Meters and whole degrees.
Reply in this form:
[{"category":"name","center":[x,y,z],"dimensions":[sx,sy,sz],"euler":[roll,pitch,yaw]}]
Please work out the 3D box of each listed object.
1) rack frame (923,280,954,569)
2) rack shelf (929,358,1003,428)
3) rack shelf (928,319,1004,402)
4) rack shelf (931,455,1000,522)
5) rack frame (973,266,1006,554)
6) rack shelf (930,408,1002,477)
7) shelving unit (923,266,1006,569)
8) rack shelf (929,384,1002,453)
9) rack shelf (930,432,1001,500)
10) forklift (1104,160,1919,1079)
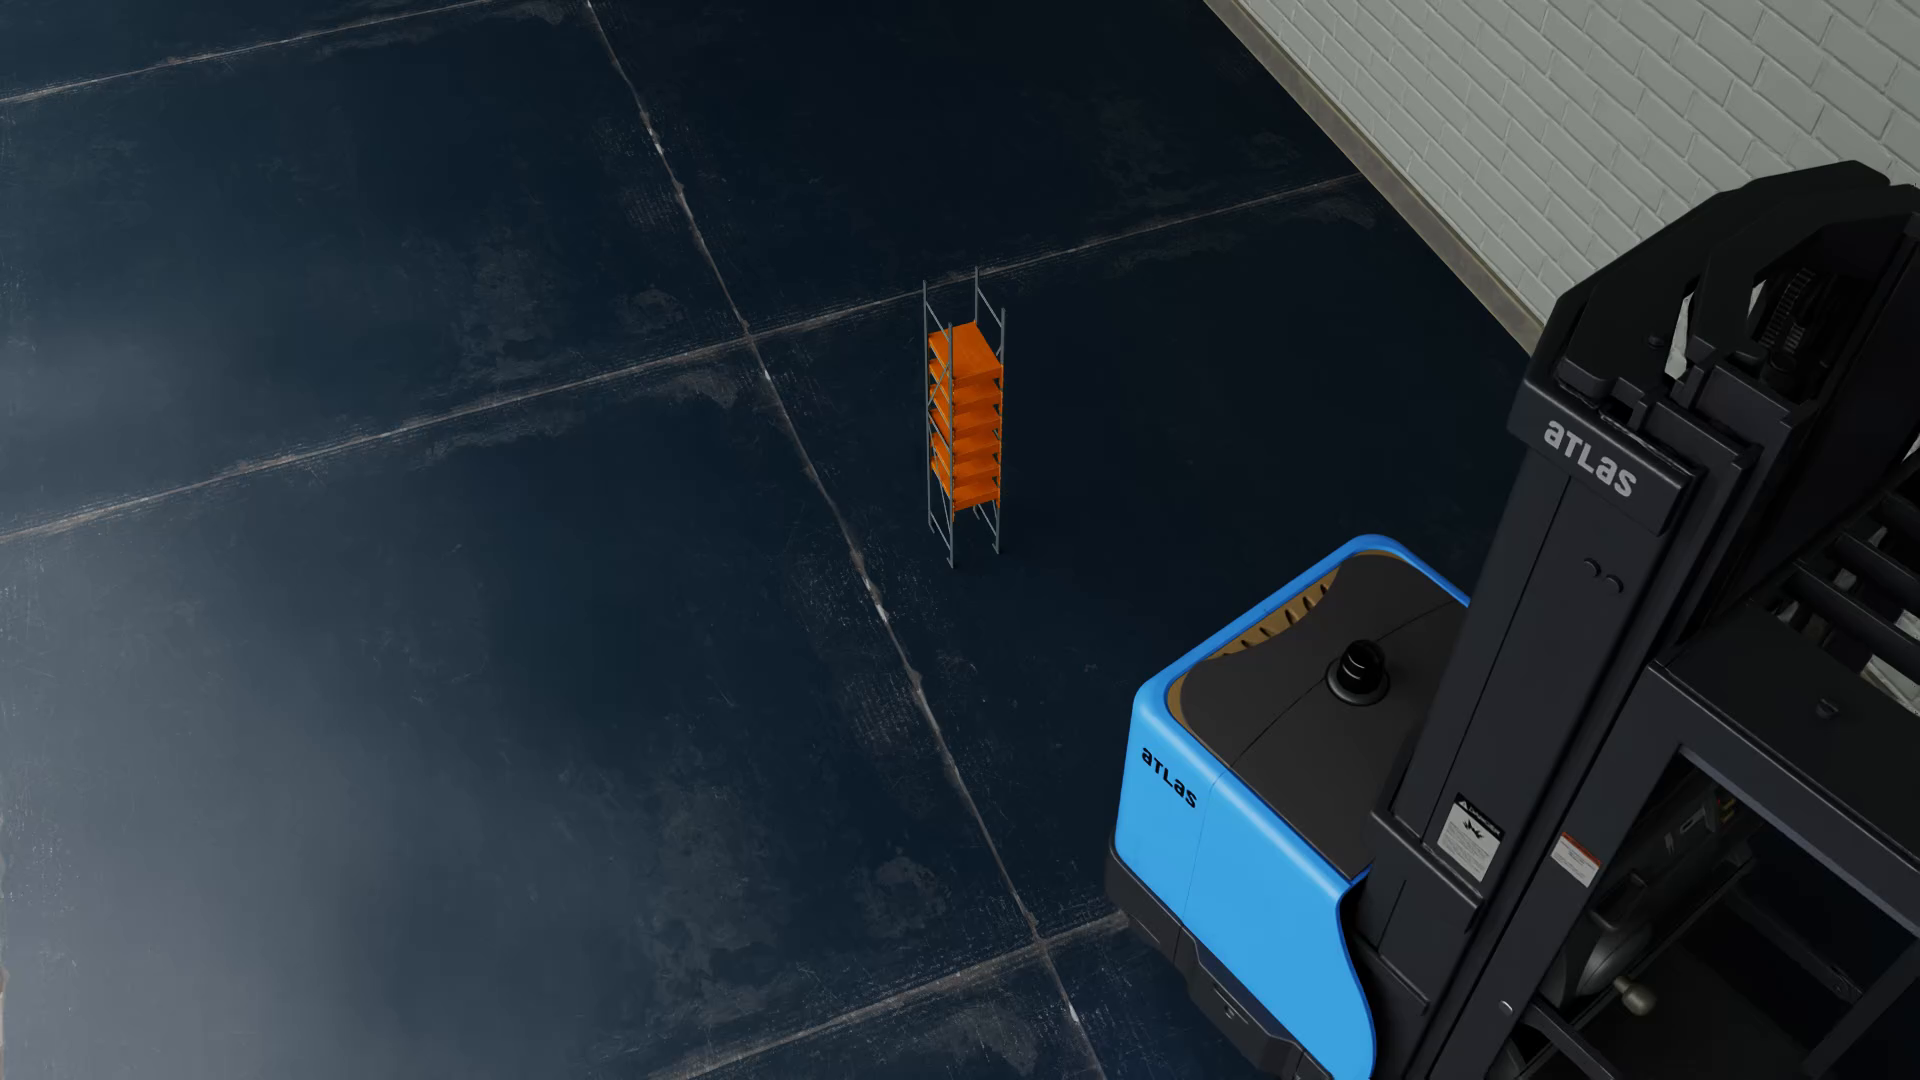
[{"category":"rack frame","center":[-0.071,-0.369,5.776],"dimensions":[0.006,1.200,0.240],"euler":[-17,52,-14]},{"category":"rack shelf","center":[0.013,-0.522,5.650],"dimensions":[0.180,0.103,0.258],"euler":[-17,52,-14]},{"category":"rack shelf","center":[0.013,-0.601,5.559],"dimensions":[0.180,0.103,0.258],"euler":[-17,52,-14]},{"category":"rack shelf","center":[0.013,-0.210,6.014],"dimensions":[0.180,0.103,0.258],"euler":[-17,52,-14]},{"category":"rack frame","center":[0.098,-0.421,5.821],"dimensions":[0.006,1.200,0.240],"euler":[-17,52,-14]},{"category":"rack shelf","center":[0.013,-0.366,5.832],"dimensions":[0.180,0.103,0.258],"euler":[-17,52,-14]},{"category":"shelving unit","center":[0.013,-0.395,5.798],"dimensions":[0.189,1.200,0.258],"euler":[-17,52,-14]},{"category":"rack shelf","center":[0.013,-0.444,5.741],"dimensions":[0.180,0.103,0.258],"euler":[-17,52,-14]},{"category":"rack shelf","center":[0.013,-0.288,5.923],"dimensions":[0.180,0.103,0.258],"euler":[-17,52,-14]},{"category":"forklift","center":[1.766,0.803,3.628],"dimensions":[1.130,2.935,3.031],"euler":[-31,56,-24]}]
